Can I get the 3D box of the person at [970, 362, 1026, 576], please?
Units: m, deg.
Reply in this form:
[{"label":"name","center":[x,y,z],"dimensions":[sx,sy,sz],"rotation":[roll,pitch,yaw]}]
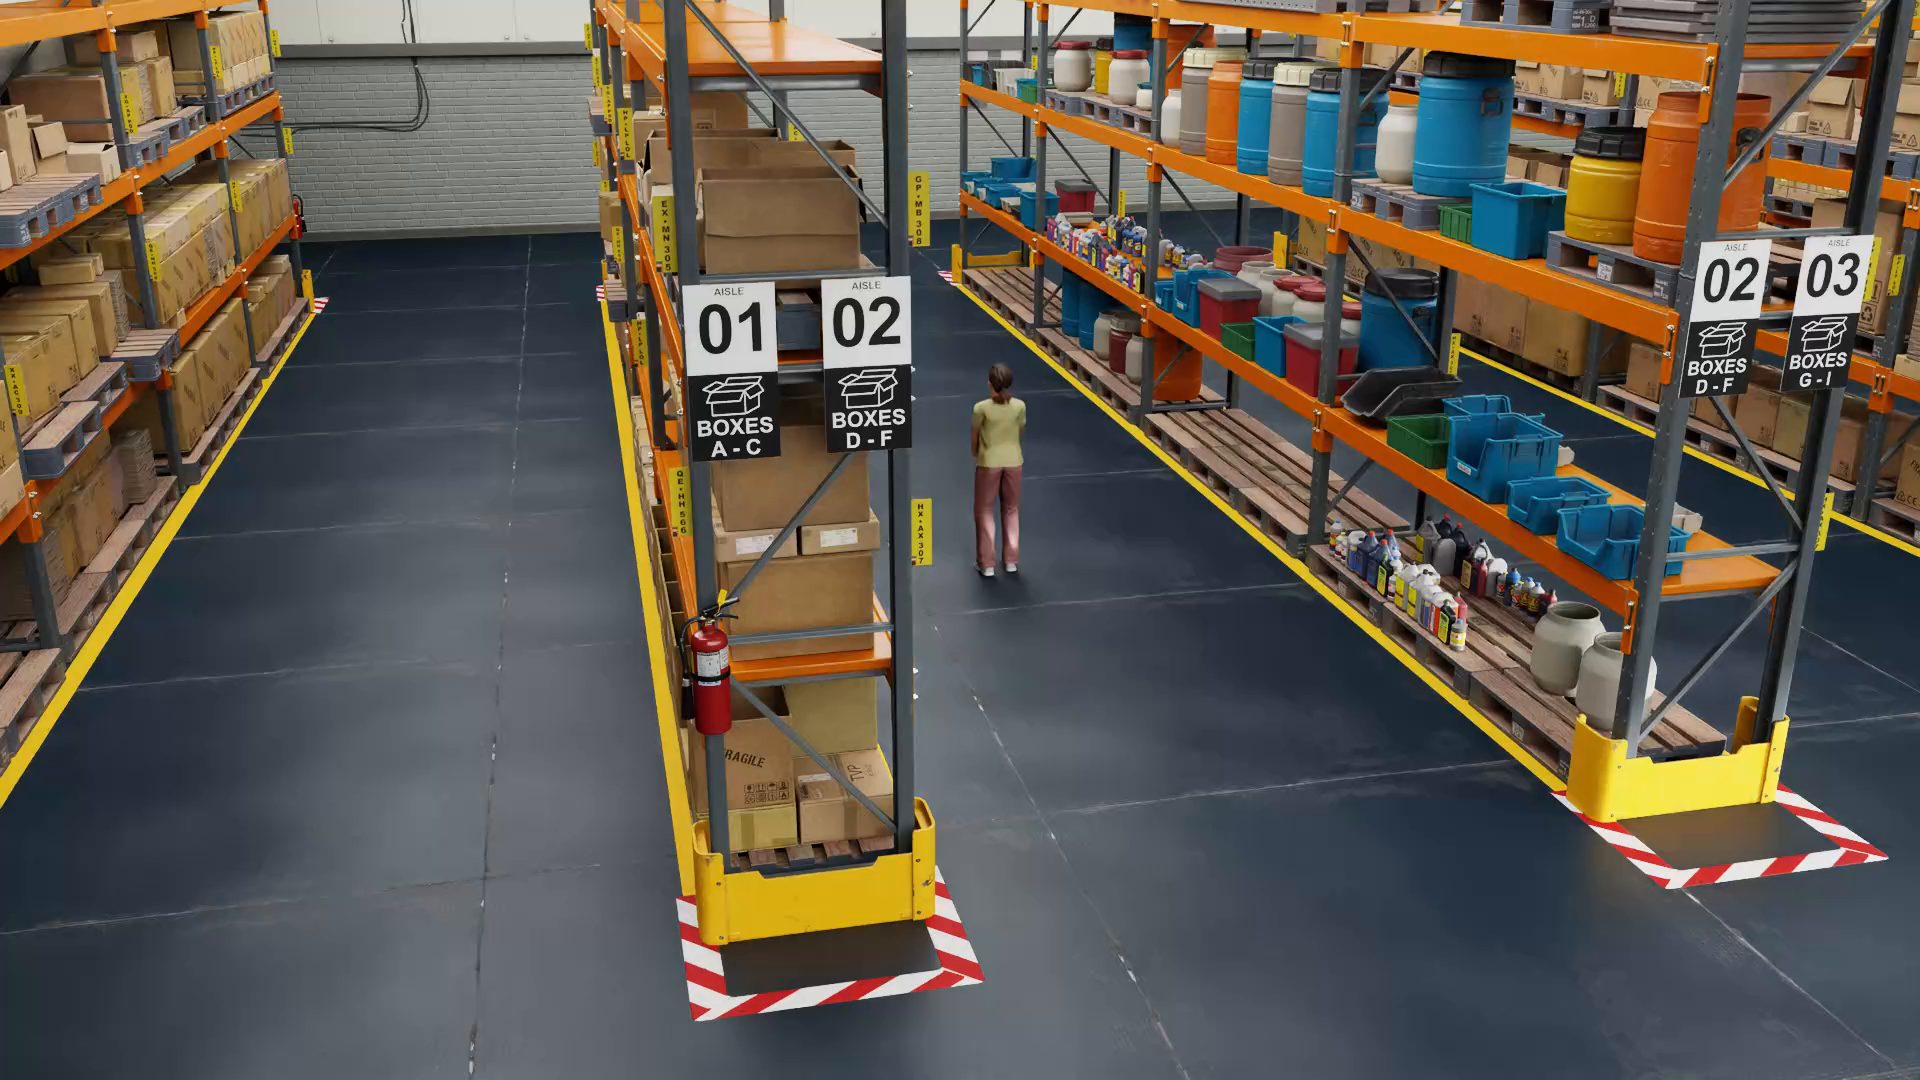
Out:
[{"label":"person","center":[0.280,-0.562,12.662],"dimensions":[0.425,1.665,0.556],"rotation":[-4,20,-12]}]
